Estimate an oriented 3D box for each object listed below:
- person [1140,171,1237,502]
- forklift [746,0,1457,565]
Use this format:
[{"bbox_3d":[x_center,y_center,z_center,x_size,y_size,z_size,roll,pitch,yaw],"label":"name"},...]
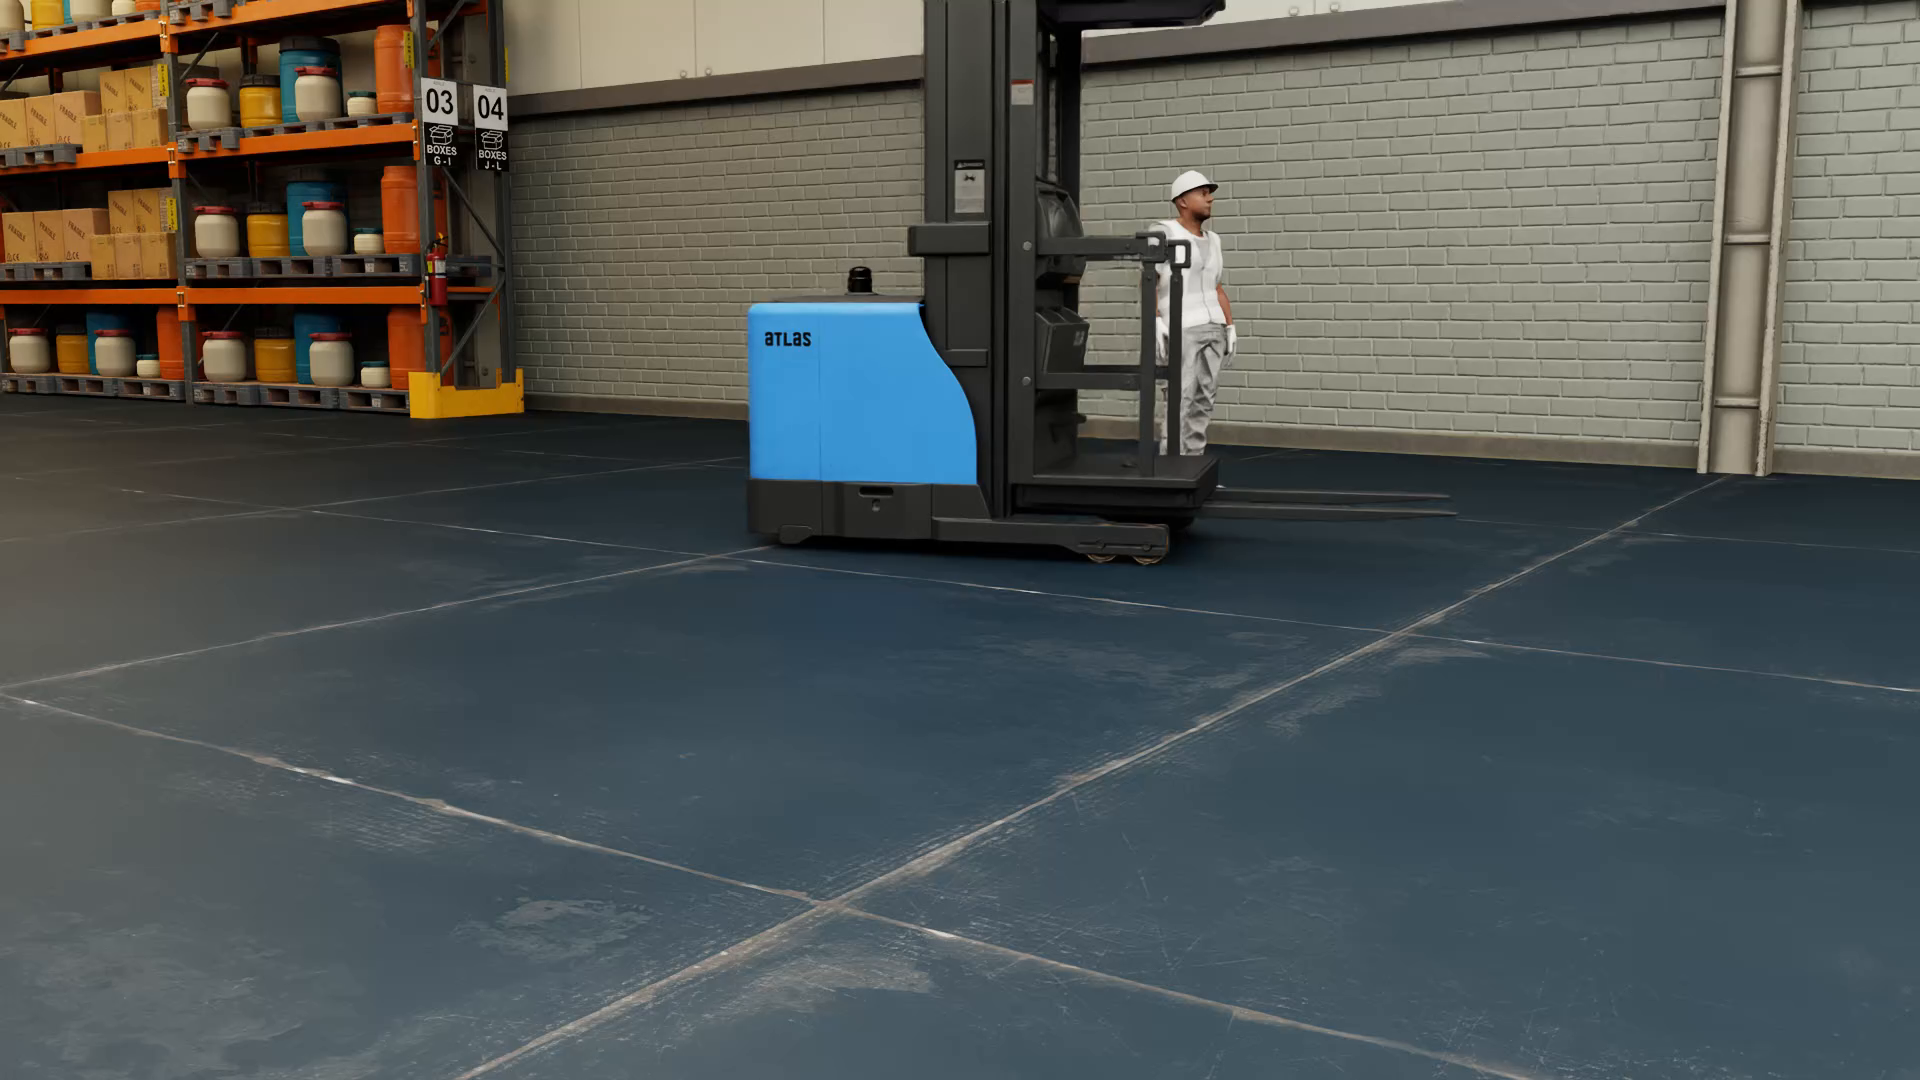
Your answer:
[{"bbox_3d":[1.314,-1.120,9.098,0.656,1.783,0.574,-7,10,-39],"label":"person"},{"bbox_3d":[0.629,-1.432,7.260,3.031,2.935,1.130,2,8,14],"label":"forklift"}]
